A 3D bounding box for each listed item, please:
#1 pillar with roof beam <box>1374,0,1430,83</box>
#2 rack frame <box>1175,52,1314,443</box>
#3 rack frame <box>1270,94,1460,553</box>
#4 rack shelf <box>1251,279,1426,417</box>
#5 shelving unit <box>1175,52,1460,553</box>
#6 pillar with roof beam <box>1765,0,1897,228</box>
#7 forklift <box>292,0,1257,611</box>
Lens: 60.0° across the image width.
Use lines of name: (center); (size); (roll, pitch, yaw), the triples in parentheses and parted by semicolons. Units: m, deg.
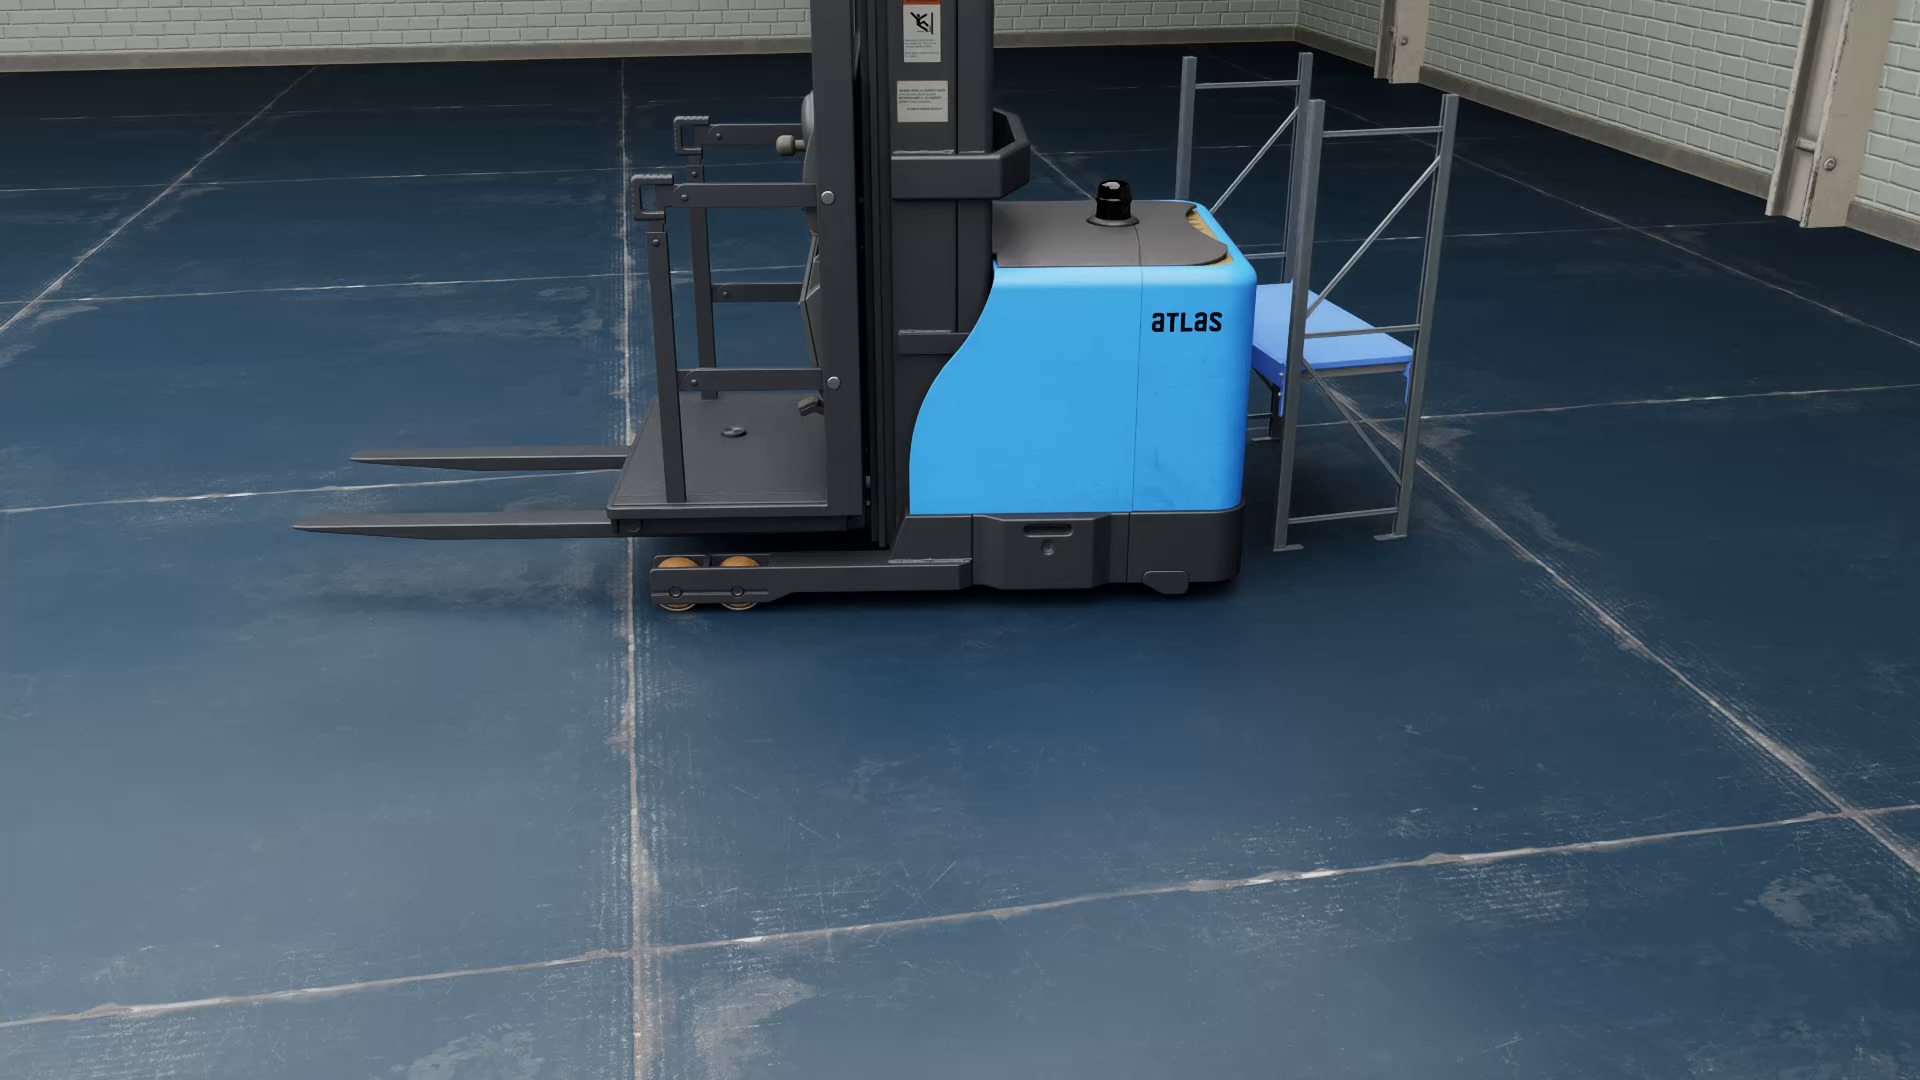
pillar with roof beam: (-0.103, -8.147, 13.161); (9.100, 9.000, 0.400); (-4, 24, -10)
rack frame: (1.043, -1.068, 6.320); (0.500, 1.500, 0.032); (-6, 24, -14)
rack frame: (1.306, -0.675, 5.420); (0.500, 1.500, 0.032); (-6, 24, -14)
rack shelf: (1.174, -0.707, 5.942); (0.538, 0.185, 1.000); (-6, 24, -14)
shelving unit: (1.174, -0.872, 5.870); (0.538, 1.500, 1.048); (-6, 24, -14)
pillar with roof beam: (1.006, -5.787, 7.757); (9.100, 9.000, 0.400); (-4, 24, -10)
forklift: (-0.626, -1.335, 5.144); (3.031, 2.935, 1.130); (-1, 24, -2)
